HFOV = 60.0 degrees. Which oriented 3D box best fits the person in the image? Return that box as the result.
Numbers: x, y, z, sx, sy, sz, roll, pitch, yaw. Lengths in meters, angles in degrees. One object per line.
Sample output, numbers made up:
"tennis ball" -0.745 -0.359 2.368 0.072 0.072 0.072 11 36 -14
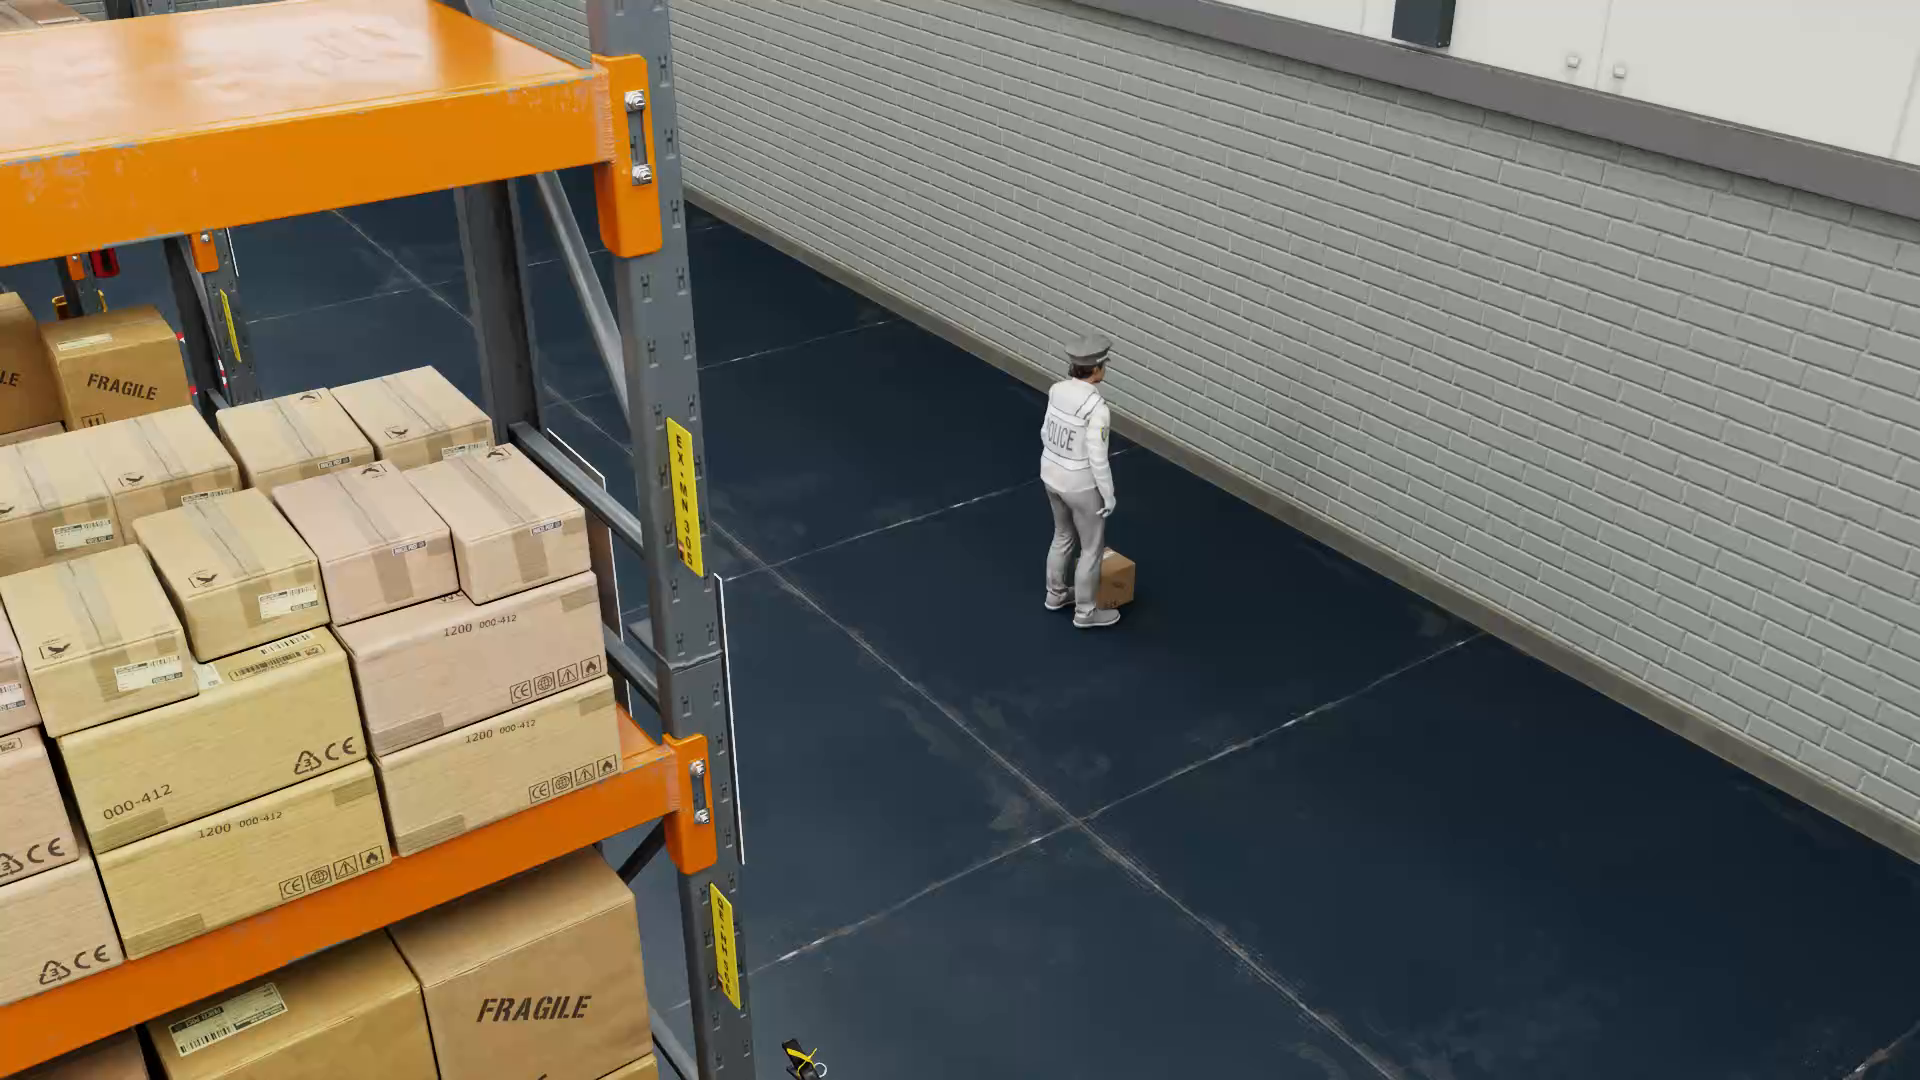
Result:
"person" 0.655 -0.317 9.242 0.372 1.664 0.529 -19 34 -30
